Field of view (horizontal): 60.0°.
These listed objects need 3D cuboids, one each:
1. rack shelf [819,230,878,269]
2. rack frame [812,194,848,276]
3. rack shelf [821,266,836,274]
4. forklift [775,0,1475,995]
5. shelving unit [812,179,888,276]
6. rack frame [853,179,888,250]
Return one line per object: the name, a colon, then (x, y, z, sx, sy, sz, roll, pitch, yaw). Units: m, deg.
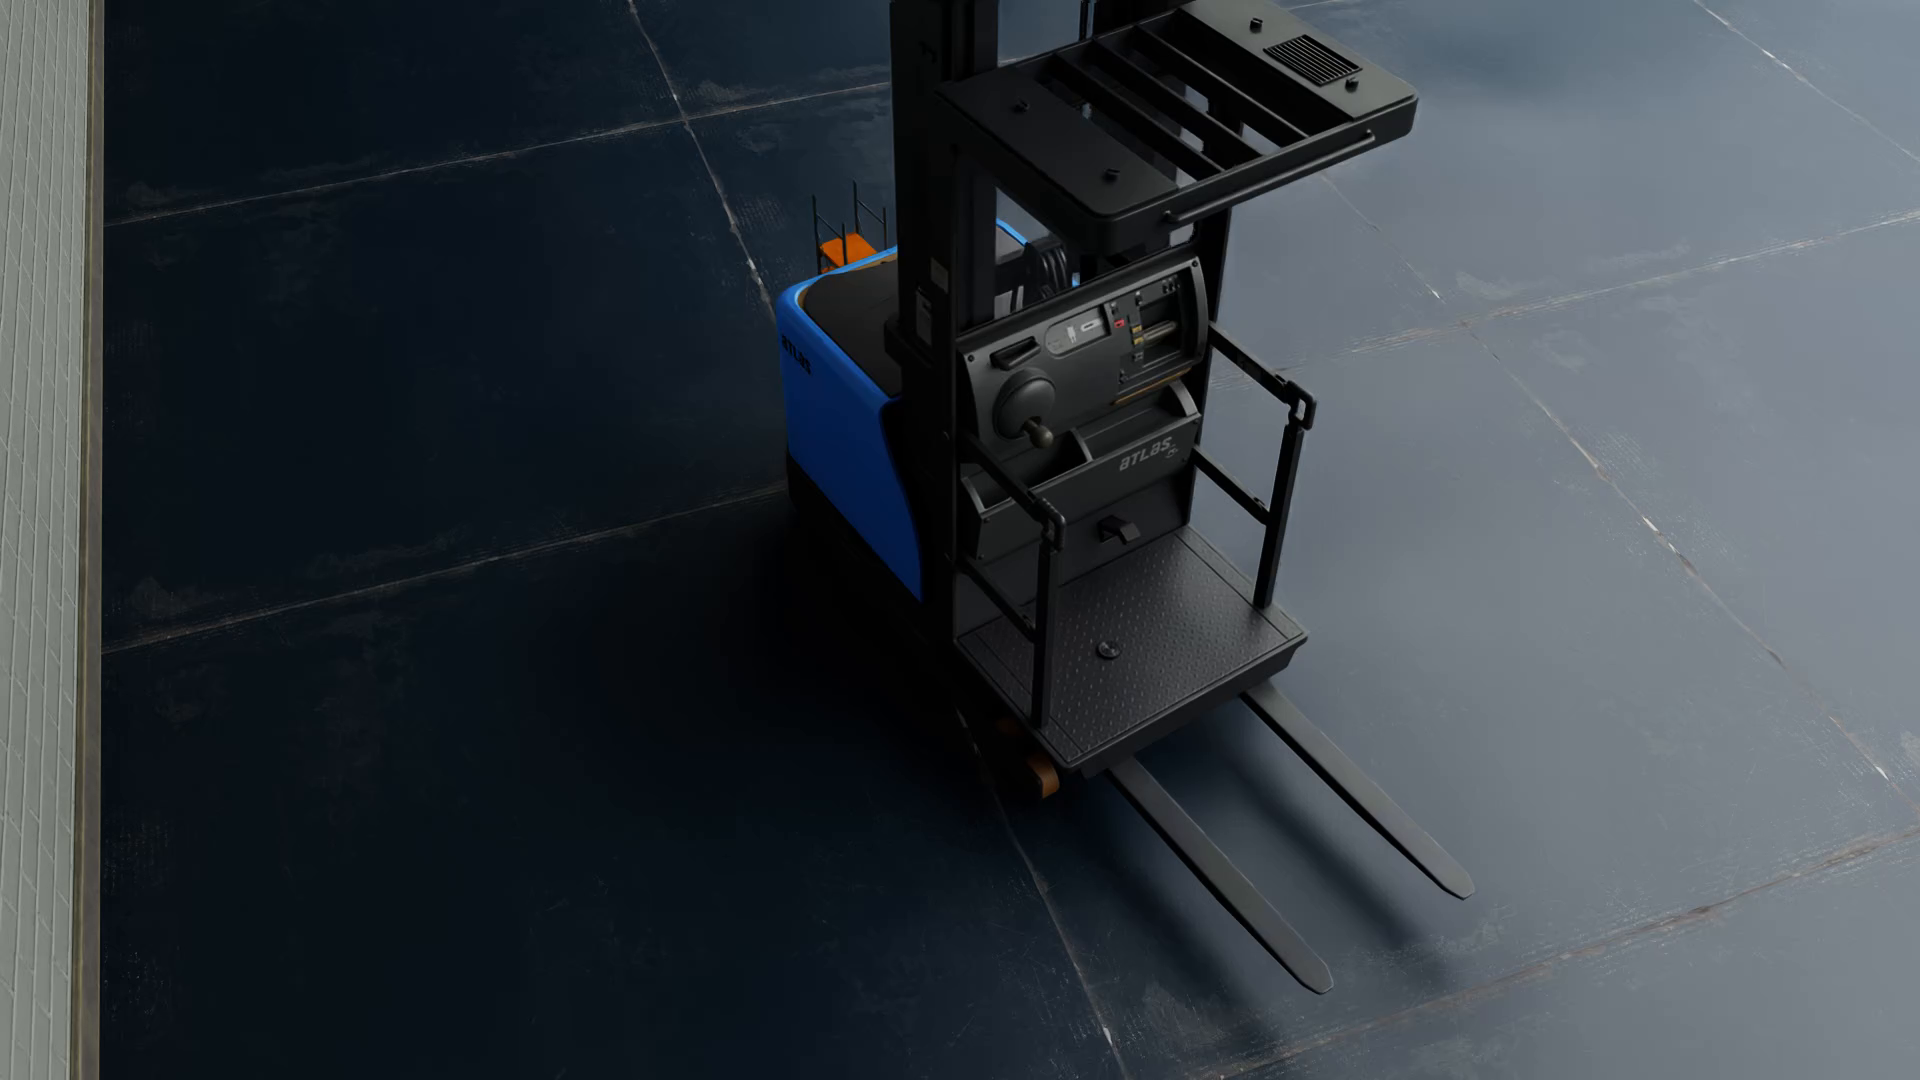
rack shelf: (-0.423, -1.092, 6.546, 0.180, 0.103, 0.258, -25, 50, -23)
rack frame: (-0.499, -0.833, 6.733, 0.006, 1.200, 0.240, -25, 50, -23)
rack shelf: (-0.423, -1.007, 6.631, 0.180, 0.103, 0.258, -25, 50, -23)
forklift: (0.533, -0.516, 5.195, 1.130, 2.935, 3.031, -25, 50, -23)
shelving unit: (-0.423, -0.869, 6.769, 0.189, 1.200, 0.258, -25, 50, -23)
rack frame: (-0.347, -0.905, 6.805, 0.006, 1.200, 0.240, -25, 50, -23)
